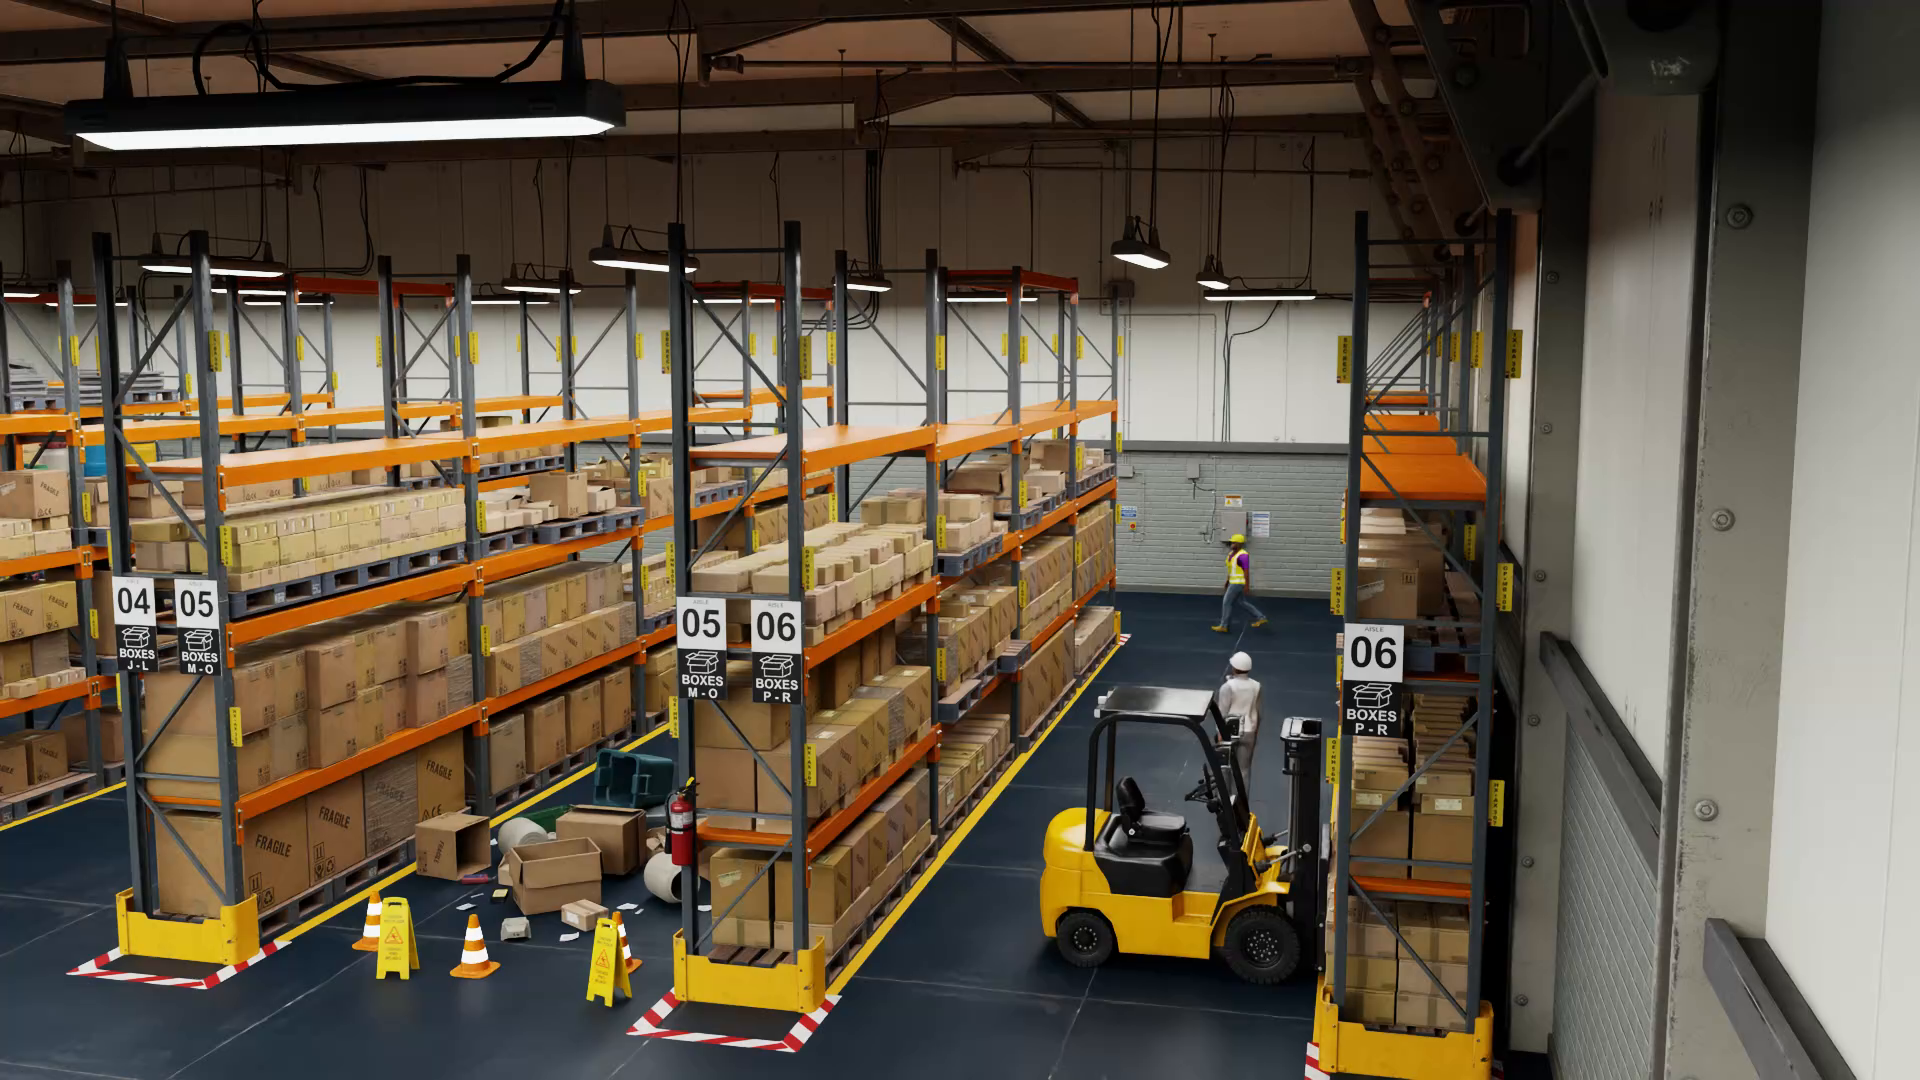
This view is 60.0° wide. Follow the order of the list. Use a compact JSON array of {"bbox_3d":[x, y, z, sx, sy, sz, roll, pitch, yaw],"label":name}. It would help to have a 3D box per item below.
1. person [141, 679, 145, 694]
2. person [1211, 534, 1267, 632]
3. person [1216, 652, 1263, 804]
[{"bbox_3d":[-11.024,1.517,22.784,0.576,1.793,0.734,0,7,1],"label":"person"},{"bbox_3d":[4.910,0.750,29.175,0.989,1.734,0.529,1,7,8],"label":"person"},{"bbox_3d":[3.041,2.111,18.076,0.521,1.802,0.701,0,7,0],"label":"person"}]
